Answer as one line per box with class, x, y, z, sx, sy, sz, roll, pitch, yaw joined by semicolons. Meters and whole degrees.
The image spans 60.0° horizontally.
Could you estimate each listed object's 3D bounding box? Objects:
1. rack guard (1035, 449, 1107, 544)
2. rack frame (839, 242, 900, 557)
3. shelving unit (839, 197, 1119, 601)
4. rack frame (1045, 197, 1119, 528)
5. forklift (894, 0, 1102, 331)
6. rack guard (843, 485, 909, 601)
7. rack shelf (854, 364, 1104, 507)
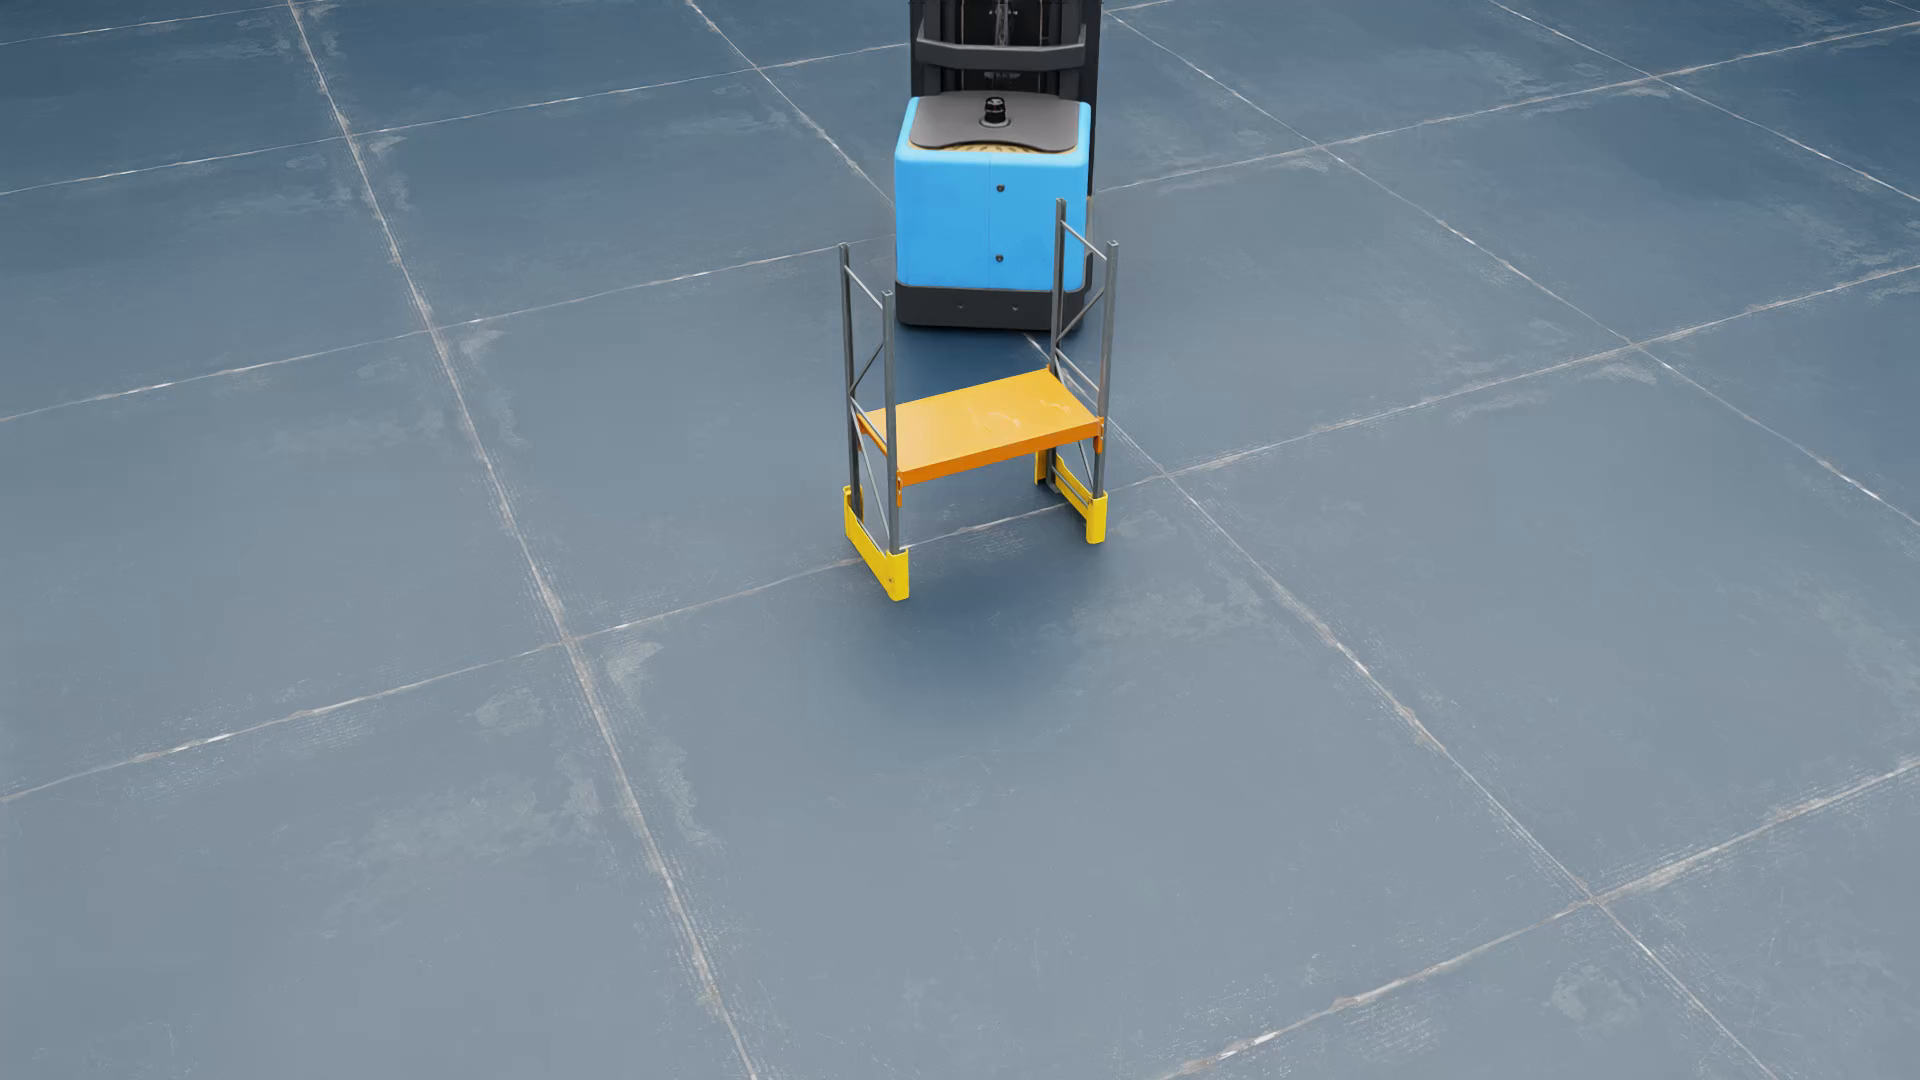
rack guard;0.520;-0.246;7.871;0.087;0.250;0.587;-16;39;-20
rack frame;-0.383;-0.495;7.159;0.032;1.500;0.500;-16;39;-20
shelving unit;0.069;-0.622;7.329;1.083;1.500;0.587;-16;39;-20
rack frame;0.537;-0.753;7.506;0.032;1.500;0.500;-16;39;-20
forklift;0.278;-3.194;9.596;1.130;2.935;3.031;3;37;4
rack guard;-0.382;0.006;7.532;0.087;0.250;0.587;-16;39;-20
rack shelf;0.077;-0.480;7.439;1.000;0.185;0.538;-16;39;-20
